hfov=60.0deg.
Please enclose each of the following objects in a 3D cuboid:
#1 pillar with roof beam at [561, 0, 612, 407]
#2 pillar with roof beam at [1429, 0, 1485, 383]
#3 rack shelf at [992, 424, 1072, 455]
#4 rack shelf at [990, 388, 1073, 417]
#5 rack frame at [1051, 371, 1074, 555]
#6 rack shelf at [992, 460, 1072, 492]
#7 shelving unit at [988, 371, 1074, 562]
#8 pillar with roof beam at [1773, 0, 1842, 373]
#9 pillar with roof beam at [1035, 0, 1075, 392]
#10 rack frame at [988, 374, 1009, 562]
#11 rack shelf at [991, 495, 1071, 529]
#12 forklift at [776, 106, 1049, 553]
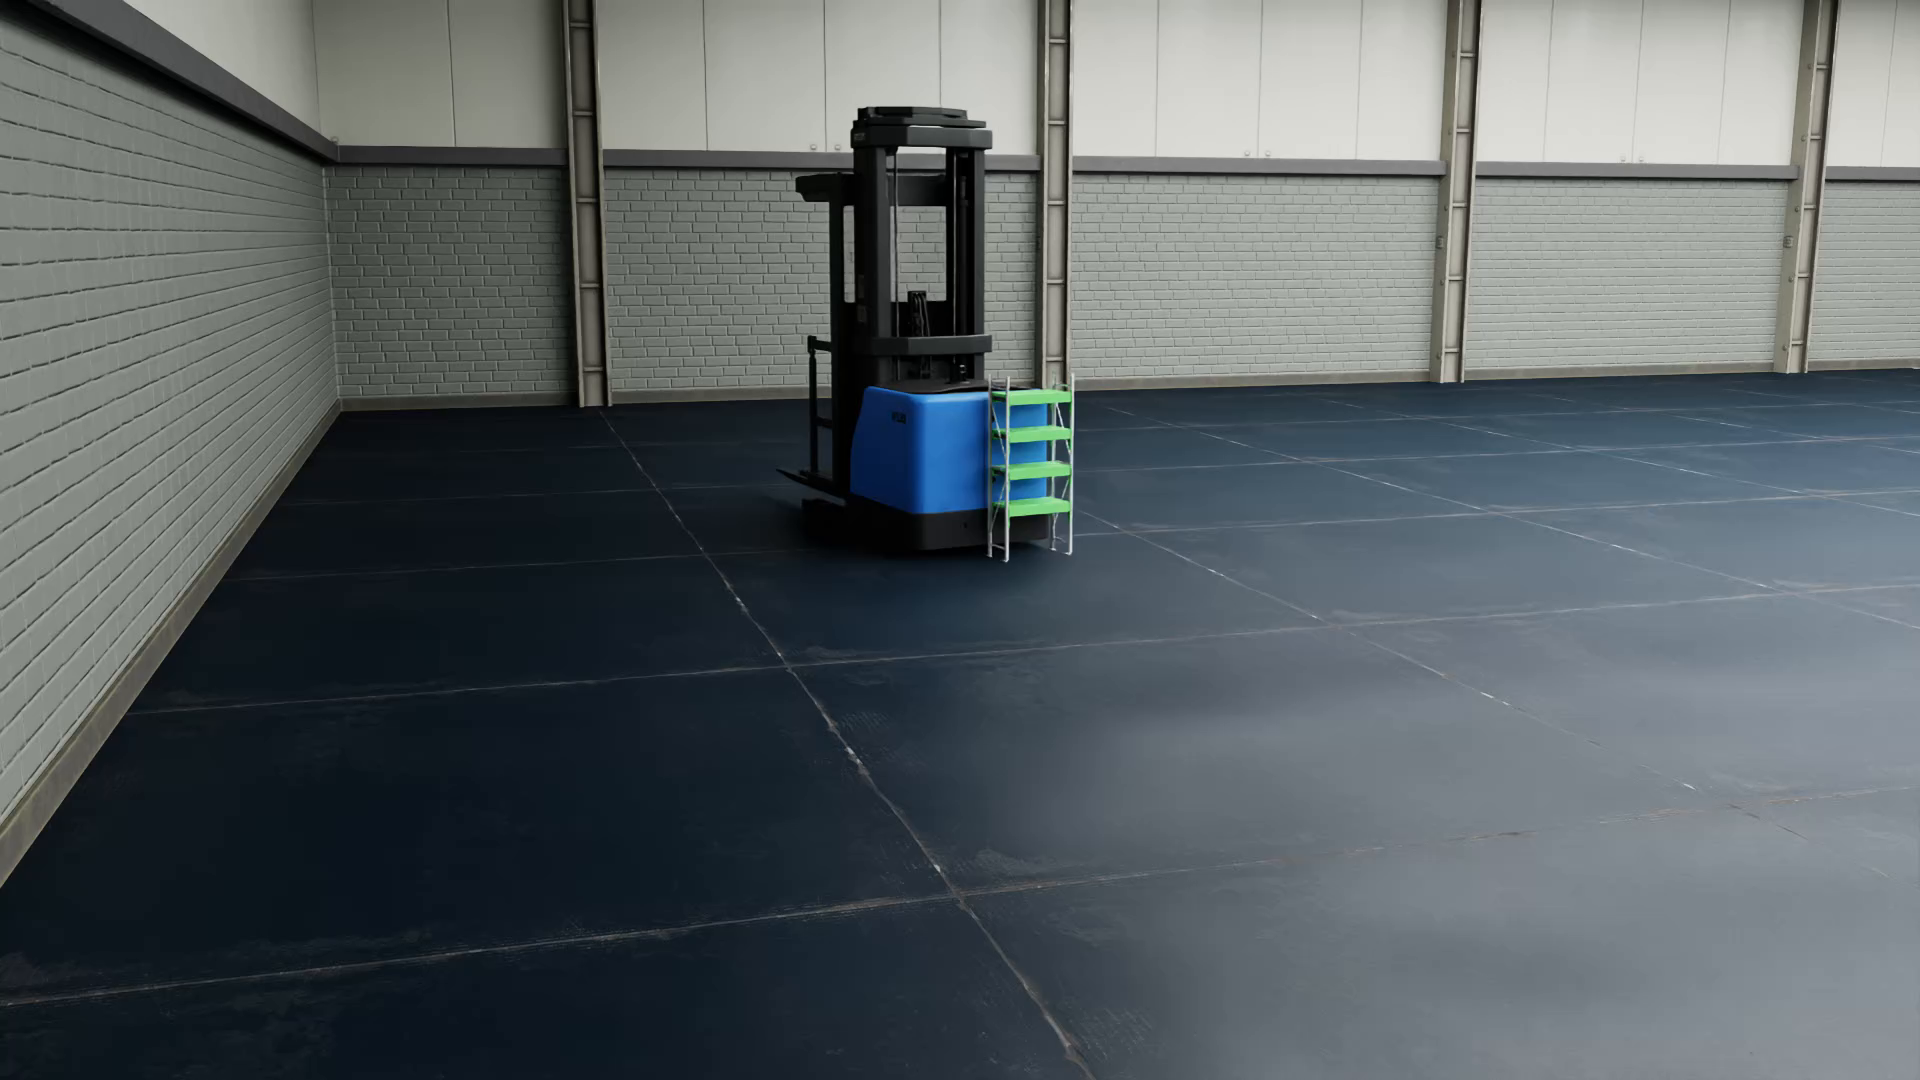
[{"bbox_3d":[-3.324,-5.348,15.742,0.400,9.000,9.100,-3,11,-16],"label":"pillar with roof beam"},{"bbox_3d":[8.198,-5.955,19.040,0.400,9.000,9.100,-3,11,-16],"label":"pillar with roof beam"},{"bbox_3d":[0.461,-0.659,10.838,0.480,0.148,0.258,-6,12,-29],"label":"rack shelf"},{"bbox_3d":[0.461,-0.895,10.795,0.480,0.148,0.258,-6,12,-29],"label":"rack shelf"},{"bbox_3d":[0.674,-0.507,10.987,0.015,1.200,0.240,-6,12,-29],"label":"rack frame"},{"bbox_3d":[0.461,-0.423,10.882,0.480,0.148,0.258,-6,12,-29],"label":"rack shelf"},{"bbox_3d":[0.461,-0.486,10.870,0.503,1.200,0.258,-6,12,-29],"label":"shelving unit"},{"bbox_3d":[13.959,-6.259,20.689,0.400,9.000,9.100,-3,11,-16],"label":"pillar with roof beam"},{"bbox_3d":[2.437,-5.652,17.391,0.400,9.000,9.100,-3,11,-16],"label":"pillar with roof beam"},{"bbox_3d":[0.248,-0.464,10.753,0.015,1.200,0.240,-6,12,-29],"label":"rack frame"},{"bbox_3d":[0.461,-0.187,10.925,0.480,0.148,0.258,-6,12,-29],"label":"rack shelf"},{"bbox_3d":[-0.513,-1.583,12.050,1.130,2.935,3.031,-5,12,-26],"label":"forklift"}]
